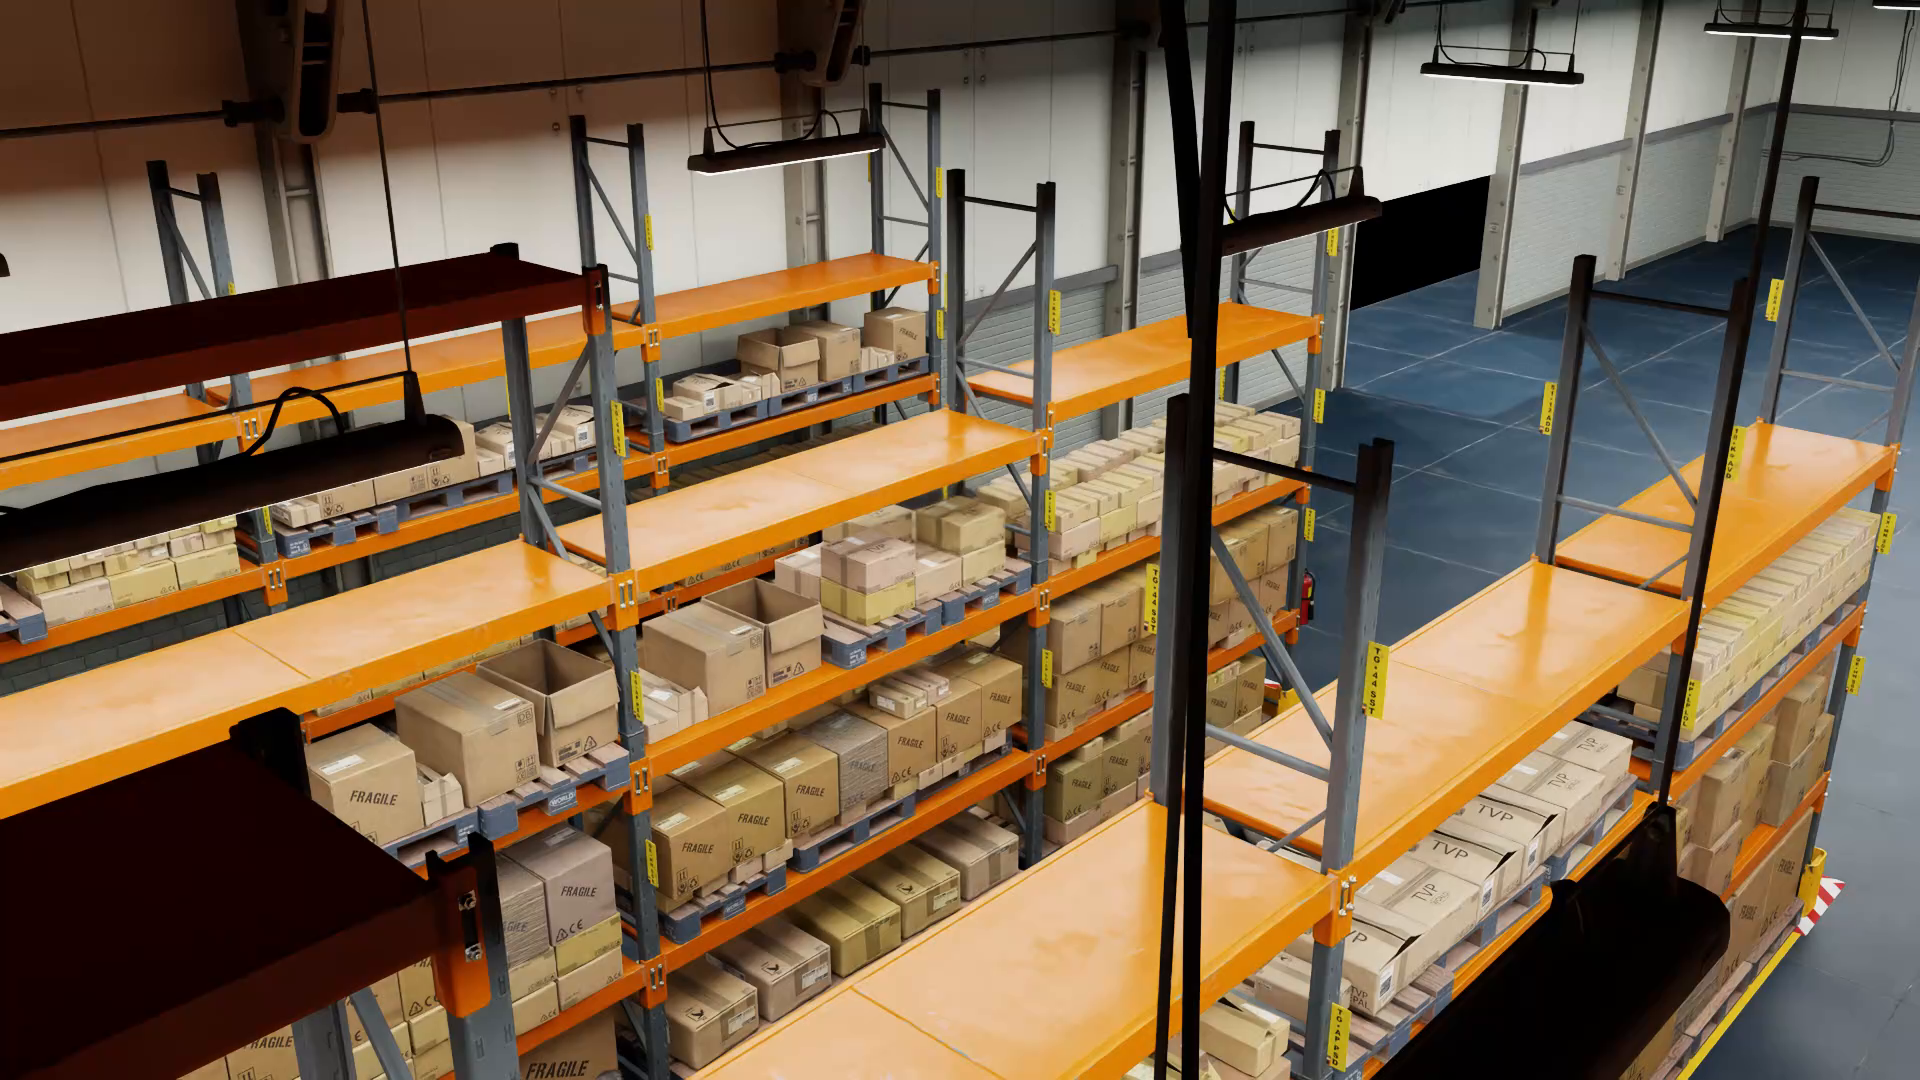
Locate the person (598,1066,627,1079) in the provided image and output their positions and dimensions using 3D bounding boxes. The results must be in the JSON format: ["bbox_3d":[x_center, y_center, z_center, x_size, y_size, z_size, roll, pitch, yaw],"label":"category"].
[{"bbox_3d":[-2.027,3.842,9.886,0.512,1.701,0.349,-7,22,-17],"label":"person"}]
